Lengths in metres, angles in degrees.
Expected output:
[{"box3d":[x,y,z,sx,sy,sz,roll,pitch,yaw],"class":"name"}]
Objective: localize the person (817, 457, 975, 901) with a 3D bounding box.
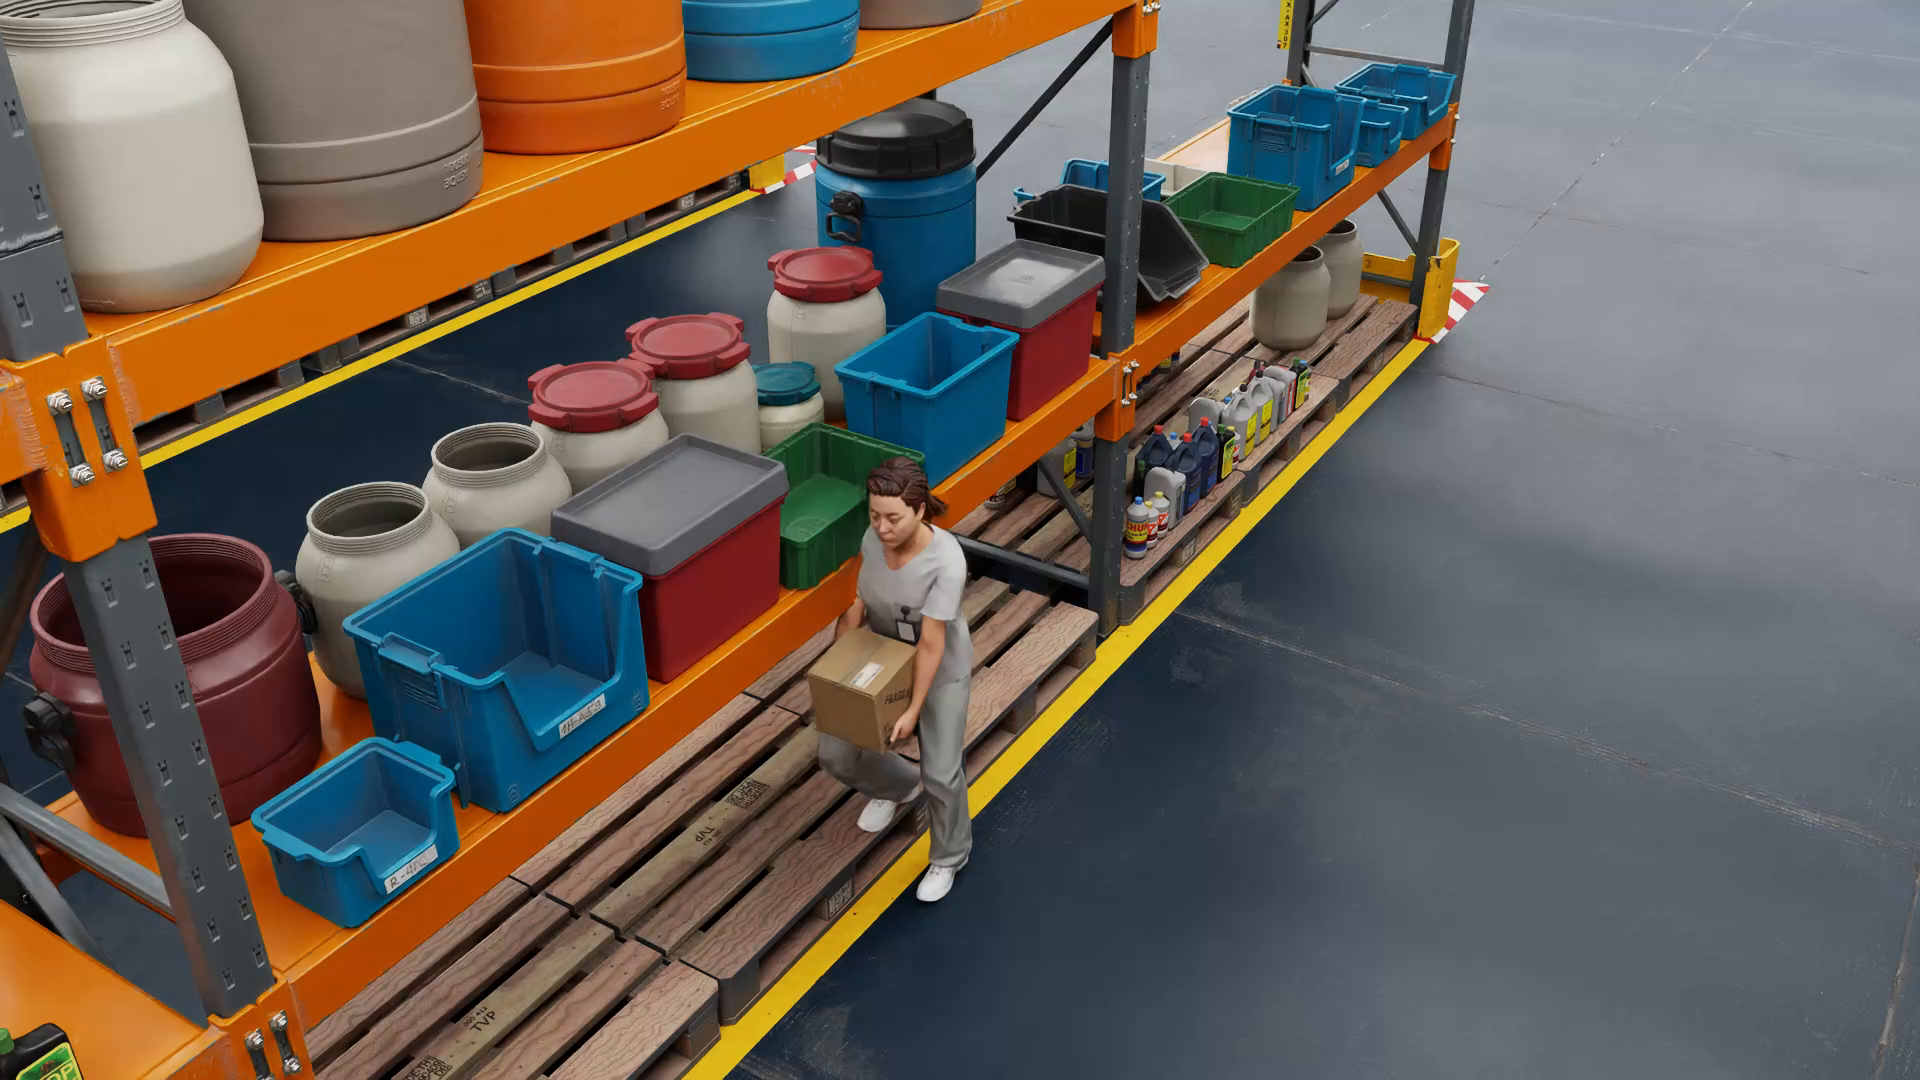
[{"box3d":[-0.194,0.465,5.373,0.439,1.653,0.516,17,35,26],"class":"person"}]
